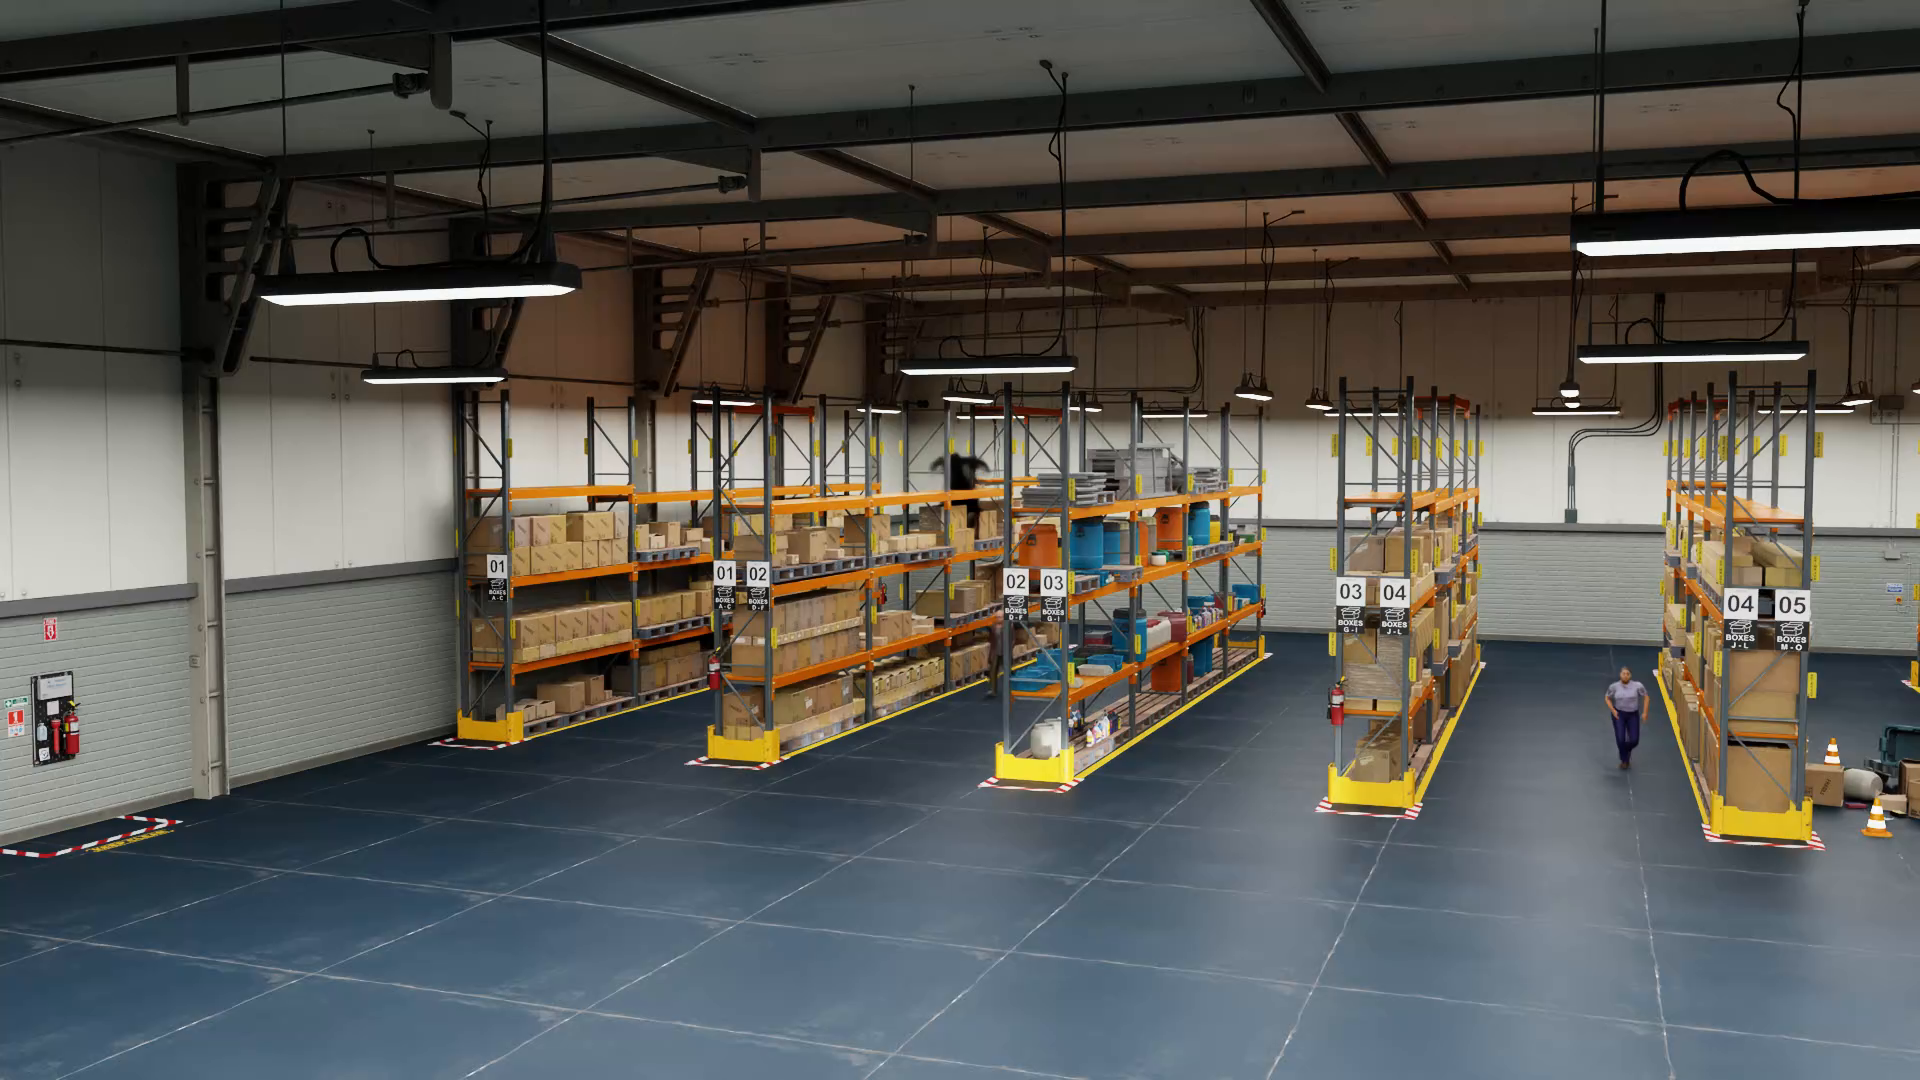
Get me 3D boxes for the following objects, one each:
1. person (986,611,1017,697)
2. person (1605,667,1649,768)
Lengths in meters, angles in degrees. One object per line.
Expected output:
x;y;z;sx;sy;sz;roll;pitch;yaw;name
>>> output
0.846;2.288;33.672;0.651;1.734;1.161;1;3;18;person
10.435;2.776;26.036;0.637;1.603;0.527;1;3;17;person
